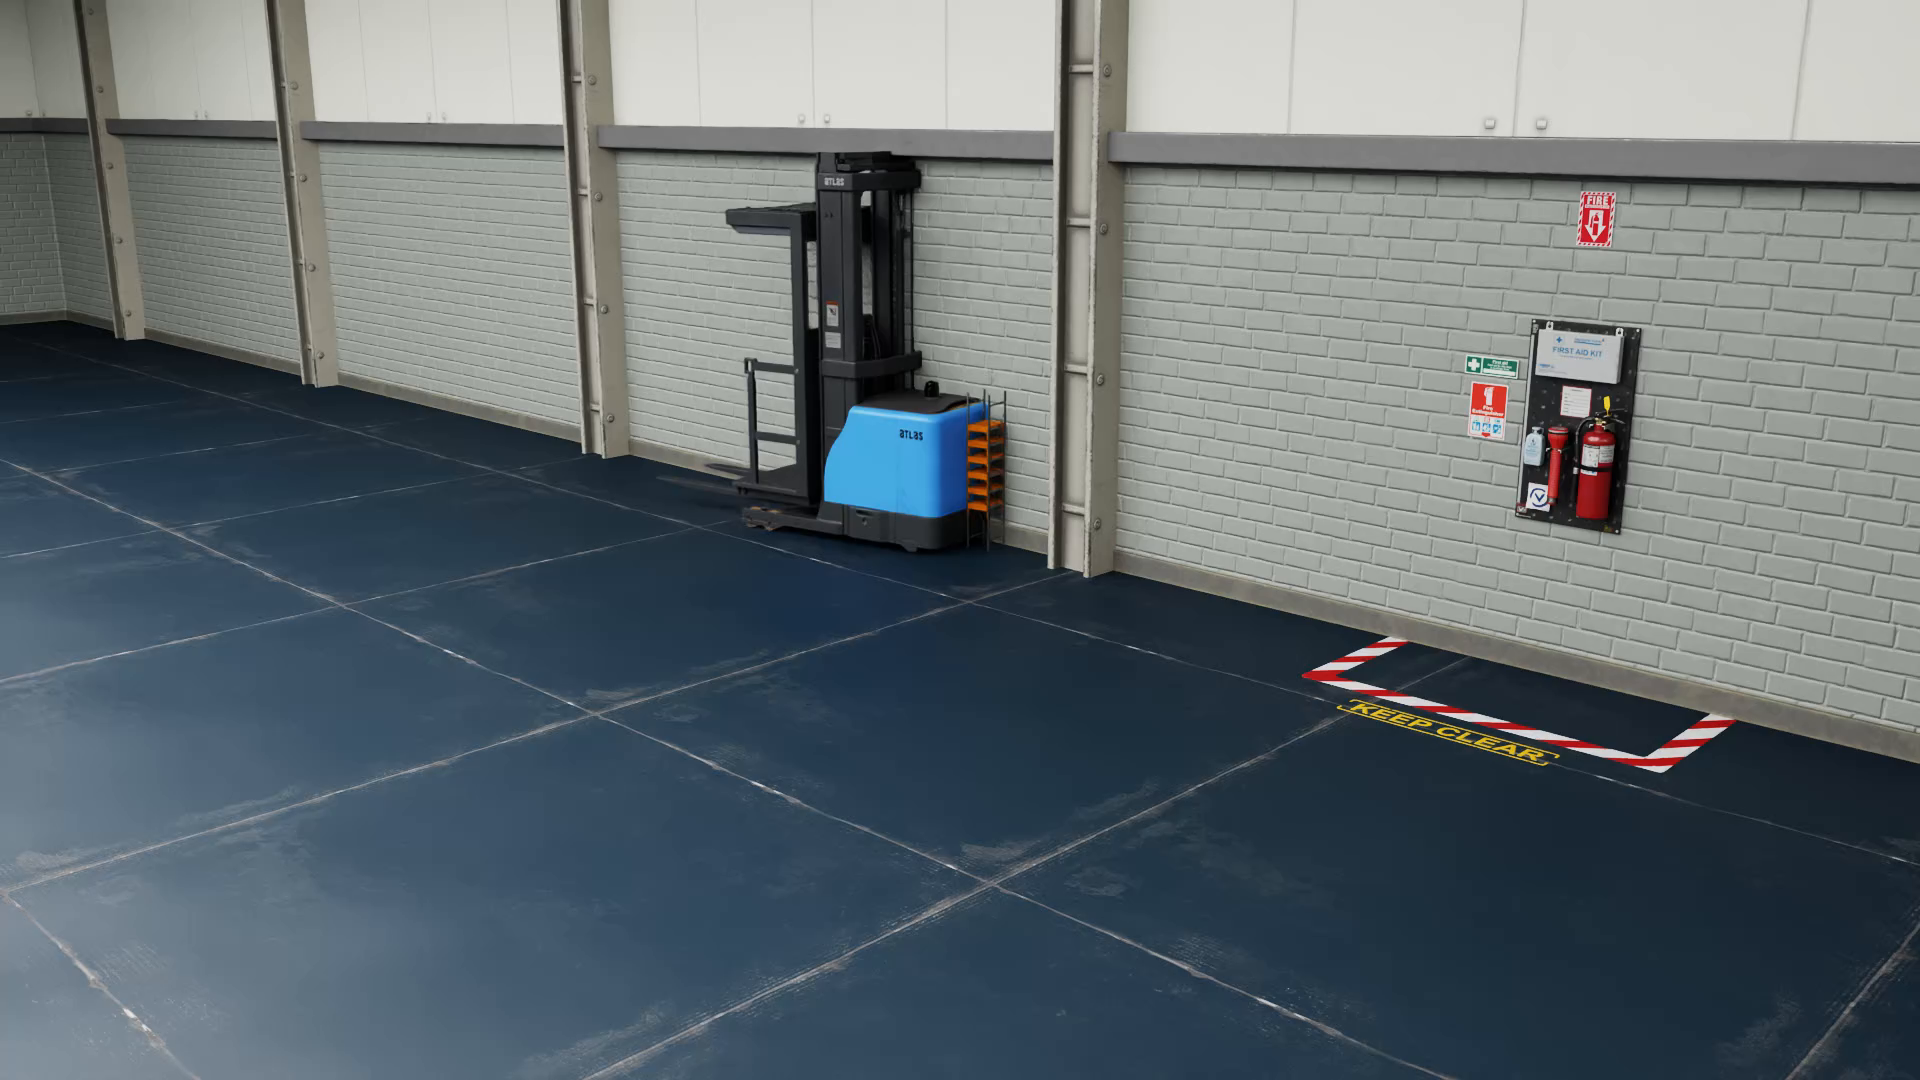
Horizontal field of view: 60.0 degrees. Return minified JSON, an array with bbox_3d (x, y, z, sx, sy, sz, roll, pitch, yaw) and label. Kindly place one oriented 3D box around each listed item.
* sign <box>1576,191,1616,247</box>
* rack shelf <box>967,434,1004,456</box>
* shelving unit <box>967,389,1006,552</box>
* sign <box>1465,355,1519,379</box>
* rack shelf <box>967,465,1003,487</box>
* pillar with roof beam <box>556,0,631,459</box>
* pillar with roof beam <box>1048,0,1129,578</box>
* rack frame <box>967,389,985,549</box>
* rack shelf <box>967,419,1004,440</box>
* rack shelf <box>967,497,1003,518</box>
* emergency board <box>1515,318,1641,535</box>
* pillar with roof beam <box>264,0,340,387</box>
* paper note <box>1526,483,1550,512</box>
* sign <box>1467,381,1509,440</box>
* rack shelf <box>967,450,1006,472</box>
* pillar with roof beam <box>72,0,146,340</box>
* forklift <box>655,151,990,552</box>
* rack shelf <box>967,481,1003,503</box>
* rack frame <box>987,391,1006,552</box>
[{"bbox_3d":[3.516,-1.774,9.194,0.199,0.298,0.001,14,20,42],"label":"sign"},{"bbox_3d":[0.199,-0.715,12.522,0.180,0.103,0.258,10,17,33],"label":"rack shelf"},{"bbox_3d":[0.199,-0.526,12.571,0.189,1.200,0.258,10,17,33],"label":"shelving unit"},{"bbox_3d":[3.124,-1.020,9.774,0.331,0.109,0.001,14,20,42],"label":"sign"},{"bbox_3d":[0.199,-0.483,12.583,0.180,0.103,0.258,10,17,33],"label":"rack shelf"},{"bbox_3d":[-6.421,-4.415,12.030,0.400,9.000,9.100,14,20,42],"label":"pillar with roof beam"},{"bbox_3d":[-2.102,-3.365,8.000,0.400,9.000,9.100,14,20,42],"label":"pillar with roof beam"},{"bbox_3d":[0.123,-0.539,12.621,0.006,1.200,0.240,10,17,33],"label":"rack frame"},{"bbox_3d":[0.199,-0.831,12.492,0.180,0.103,0.258,10,17,33],"label":"rack shelf"},{"bbox_3d":[0.199,-0.251,12.643,0.180,0.103,0.258,10,17,33],"label":"rack shelf"},{"bbox_3d":[3.453,-0.633,9.411,0.643,1.169,0.194,14,20,42],"label":"emergency board"},{"bbox_3d":[-10.740,-5.465,16.060,0.400,9.000,9.100,14,20,42],"label":"pillar with roof beam"},{"bbox_3d":[3.374,-0.250,9.690,0.142,0.148,0.016,14,20,42],"label":"paper note"},{"bbox_3d":[3.127,-0.766,9.850,0.234,0.329,0.001,14,20,42],"label":"sign"},{"bbox_3d":[0.199,-0.599,12.552,0.180,0.103,0.258,10,17,33],"label":"rack shelf"},{"bbox_3d":[-15.060,-6.515,20.090,0.400,9.000,9.100,14,20,42],"label":"pillar with roof beam"},{"bbox_3d":[-1.140,-1.590,13.222,3.031,2.935,1.130,10,17,33],"label":"forklift"},{"bbox_3d":[0.199,-0.367,12.613,0.180,0.103,0.258,10,17,33],"label":"rack shelf"},{"bbox_3d":[0.275,-0.513,12.522,0.006,1.200,0.240,10,17,33],"label":"rack frame"}]
